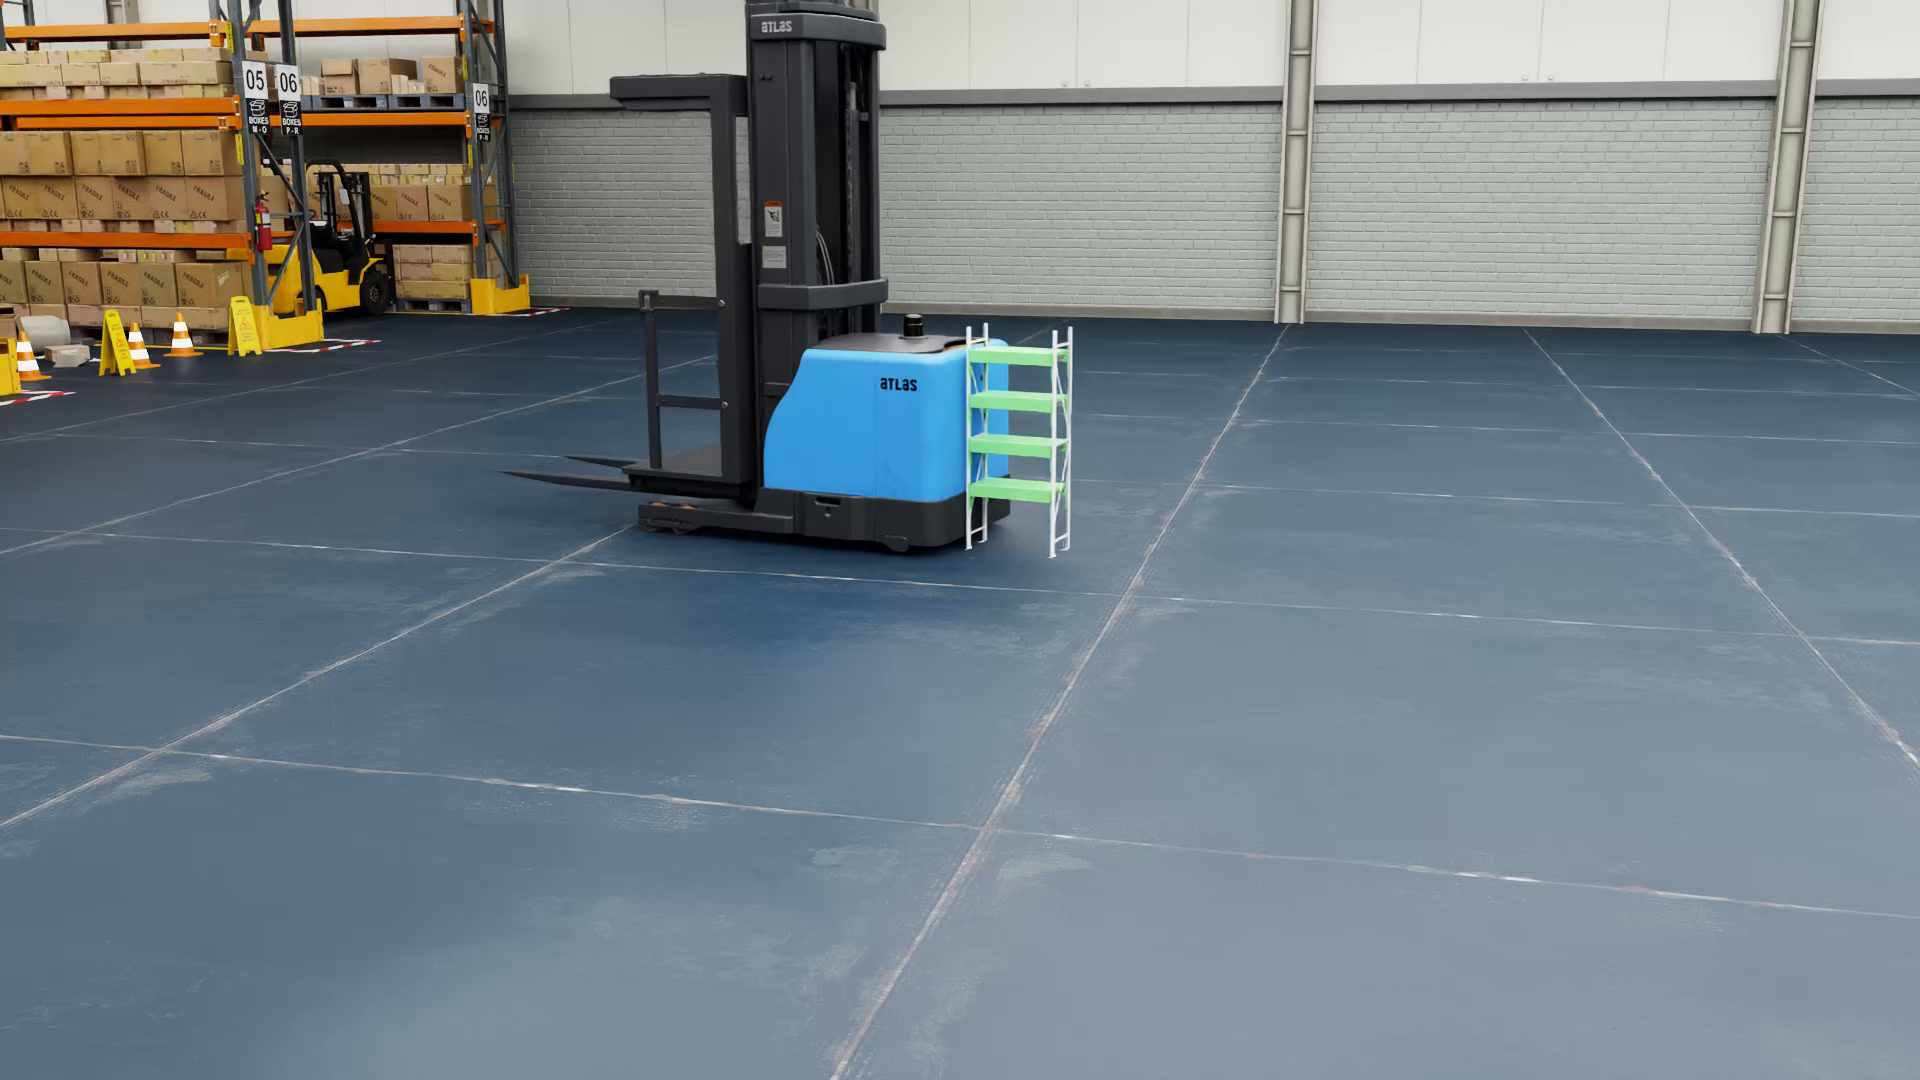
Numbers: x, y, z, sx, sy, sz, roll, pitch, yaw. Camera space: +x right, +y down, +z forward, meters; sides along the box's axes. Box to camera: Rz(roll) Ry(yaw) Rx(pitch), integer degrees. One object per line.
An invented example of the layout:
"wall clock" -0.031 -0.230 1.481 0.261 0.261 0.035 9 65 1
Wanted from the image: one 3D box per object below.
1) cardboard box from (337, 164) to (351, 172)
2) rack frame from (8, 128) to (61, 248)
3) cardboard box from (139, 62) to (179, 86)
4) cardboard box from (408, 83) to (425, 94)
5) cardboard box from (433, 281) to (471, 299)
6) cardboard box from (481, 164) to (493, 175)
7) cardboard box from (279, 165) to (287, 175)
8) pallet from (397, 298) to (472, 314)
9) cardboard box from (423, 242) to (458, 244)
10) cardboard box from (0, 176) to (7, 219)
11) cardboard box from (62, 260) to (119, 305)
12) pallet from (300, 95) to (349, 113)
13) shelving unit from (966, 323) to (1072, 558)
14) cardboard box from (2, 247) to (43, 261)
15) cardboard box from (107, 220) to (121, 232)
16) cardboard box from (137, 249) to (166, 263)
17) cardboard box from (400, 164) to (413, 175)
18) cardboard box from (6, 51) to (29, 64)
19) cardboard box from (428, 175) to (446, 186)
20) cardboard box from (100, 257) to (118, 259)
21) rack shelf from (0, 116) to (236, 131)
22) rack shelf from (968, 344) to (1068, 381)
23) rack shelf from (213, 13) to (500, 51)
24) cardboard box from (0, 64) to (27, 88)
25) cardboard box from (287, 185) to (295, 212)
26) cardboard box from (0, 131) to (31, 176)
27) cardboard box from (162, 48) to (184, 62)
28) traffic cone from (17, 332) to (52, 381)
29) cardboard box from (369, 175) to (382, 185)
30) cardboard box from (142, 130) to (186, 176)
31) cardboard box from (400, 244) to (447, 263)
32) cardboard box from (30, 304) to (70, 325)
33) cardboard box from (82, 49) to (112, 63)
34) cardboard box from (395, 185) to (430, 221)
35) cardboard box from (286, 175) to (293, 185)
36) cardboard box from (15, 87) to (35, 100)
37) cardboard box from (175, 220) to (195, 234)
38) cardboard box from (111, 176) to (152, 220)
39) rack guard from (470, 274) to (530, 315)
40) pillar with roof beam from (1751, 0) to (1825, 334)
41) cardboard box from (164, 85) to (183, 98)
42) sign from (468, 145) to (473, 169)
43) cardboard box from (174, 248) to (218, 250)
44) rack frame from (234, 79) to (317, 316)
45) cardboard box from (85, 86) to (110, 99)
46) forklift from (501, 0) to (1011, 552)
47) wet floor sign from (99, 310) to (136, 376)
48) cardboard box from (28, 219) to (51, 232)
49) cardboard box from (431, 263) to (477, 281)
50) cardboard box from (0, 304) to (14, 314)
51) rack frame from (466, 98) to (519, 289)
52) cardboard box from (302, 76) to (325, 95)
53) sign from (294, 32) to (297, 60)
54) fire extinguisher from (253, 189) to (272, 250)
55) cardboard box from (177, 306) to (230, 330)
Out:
"cardboard box" -8.855 -5.393 24.202 0.250 0.149 0.380 3 13 14
"rack frame" -14.493 -5.228 25.874 0.127 3.000 1.000 3 13 14
"cardboard box" -8.958 -5.305 18.952 0.500 0.250 0.500 3 13 13
"cardboard box" -7.603 -6.388 23.555 0.250 0.149 0.380 3 13 12
"cardboard box" -7.258 -3.634 24.066 0.500 0.250 0.500 3 13 14
"cardboard box" -7.001 -5.386 24.171 0.250 0.149 0.380 3 13 12
"cardboard box" -9.846 -5.447 24.443 0.250 0.149 0.380 3 13 12
"pallet" -7.478 -3.483 24.444 1.213 0.211 1.003 3 13 14
"cardboard box" -7.633 -4.254 24.552 0.500 0.250 0.500 3 13 14
"cardboard box" -11.435 -4.089 19.823 0.500 0.500 0.500 3 13 13
"cardboard box" -10.261 -3.066 19.773 0.500 0.500 0.500 4 13 16
"pallet" -9.775 -6.403 24.448 1.213 0.211 1.003 3 13 14
"shelving unit" 0.313 -0.535 8.874 0.503 1.200 0.258 6 14 24
"cardboard box" -11.180 -3.416 19.854 0.250 0.149 0.380 3 13 14
"cardboard box" -9.805 -3.704 19.585 0.250 0.149 0.380 3 13 14
"cardboard box" -9.368 -3.320 19.422 0.250 0.149 0.380 3 13 14
"cardboard box" -7.855 -5.341 23.966 0.250 0.149 0.380 3 13 14
"cardboard box" -10.805 -5.581 19.276 0.250 0.149 0.380 3 13 13
"cardboard box" -7.385 -5.145 23.769 0.250 0.149 0.380 3 13 14
"cardboard box" -10.662 -3.205 20.403 0.500 0.500 0.500 3 13 15
"rack shelf" -12.551 -6.238 25.159 4.000 0.370 1.077 3 13 14
"rack shelf" 0.313 -0.941 8.784 0.480 0.148 0.258 6 14 24
"rack shelf" -8.668 -7.299 23.942 4.000 0.370 1.077 3 13 14
"cardboard box" -10.930 -5.408 19.418 0.500 0.250 0.500 3 13 13
"cardboard box" -9.731 -4.968 24.470 0.500 0.500 0.500 3 13 15
"cardboard box" -10.929 -4.559 19.633 0.500 0.500 0.700 3 13 14
"cardboard box" -8.804 -5.487 18.851 0.250 0.149 0.380 3 13 13
"traffic cone" -9.175 -1.811 16.327 0.334 0.463 0.336 3 13 14
"cardboard box" -8.381 -5.199 24.014 0.250 0.149 0.380 3 13 14
"cardboard box" -8.949 -4.460 19.184 0.500 0.500 0.700 3 13 14
"cardboard box" -7.745 -4.148 24.073 0.500 0.250 0.500 3 13 15
"cardboard box" -10.766 -2.727 19.977 0.500 0.250 0.500 4 13 17
"cardboard box" -9.807 -5.528 19.039 0.250 0.149 0.380 3 13 15
"cardboard box" -7.768 -4.861 23.988 0.500 0.500 0.500 3 13 15
"cardboard box" -9.630 -5.265 24.312 0.250 0.149 0.380 3 13 15
"cardboard box" -10.810 -5.214 19.466 0.250 0.149 0.380 3 13 15
"cardboard box" -8.842 -3.629 19.244 0.250 0.149 0.380 3 13 13
"cardboard box" -9.474 -3.987 19.362 0.500 0.500 0.500 3 13 13
"rack guard" -6.702 -3.592 24.268 0.348 0.500 1.175 3 13 14
"pillar with roof beam" 9.258 -6.128 16.079 0.400 9.000 9.100 3 13 14
"cardboard box" -8.824 -5.098 18.939 0.250 0.149 0.380 3 13 15
"sign" -6.869 -5.381 23.341 0.005 0.325 0.100 3 13 14
"cardboard box" -11.870 -4.133 25.450 0.625 0.625 0.875 3 13 13
"rack frame" -7.911 -3.769 19.297 0.127 3.000 1.000 3 13 14
"cardboard box" -9.827 -5.141 19.135 0.250 0.149 0.380 3 13 13
"forklift" -1.269 -1.557 9.486 3.031 2.935 1.130 6 14 24
"wet floor sign" -8.497 -1.989 16.707 0.232 0.644 0.267 1 13 4
"cardboard box" -10.811 -3.741 19.748 0.250 0.149 0.380 3 13 15
"cardboard box" -7.273 -3.879 24.019 0.500 0.250 0.500 3 13 13
"cardboard box" -11.081 -2.416 18.963 0.500 0.500 0.500 -9 15 -35
"rack frame" -6.726 -4.813 24.003 0.127 3.000 1.000 3 13 14
"cardboard box" -9.241 -6.533 23.937 0.258 0.266 0.396 3 13 12
"sign" -7.782 -5.774 19.392 0.005 0.325 0.100 3 13 14
"fire extinguisher" -7.911 -3.629 18.842 0.183 0.674 0.296 3 13 14
"cardboard box" -8.784 -2.618 19.489 0.500 0.250 0.500 3 13 13
